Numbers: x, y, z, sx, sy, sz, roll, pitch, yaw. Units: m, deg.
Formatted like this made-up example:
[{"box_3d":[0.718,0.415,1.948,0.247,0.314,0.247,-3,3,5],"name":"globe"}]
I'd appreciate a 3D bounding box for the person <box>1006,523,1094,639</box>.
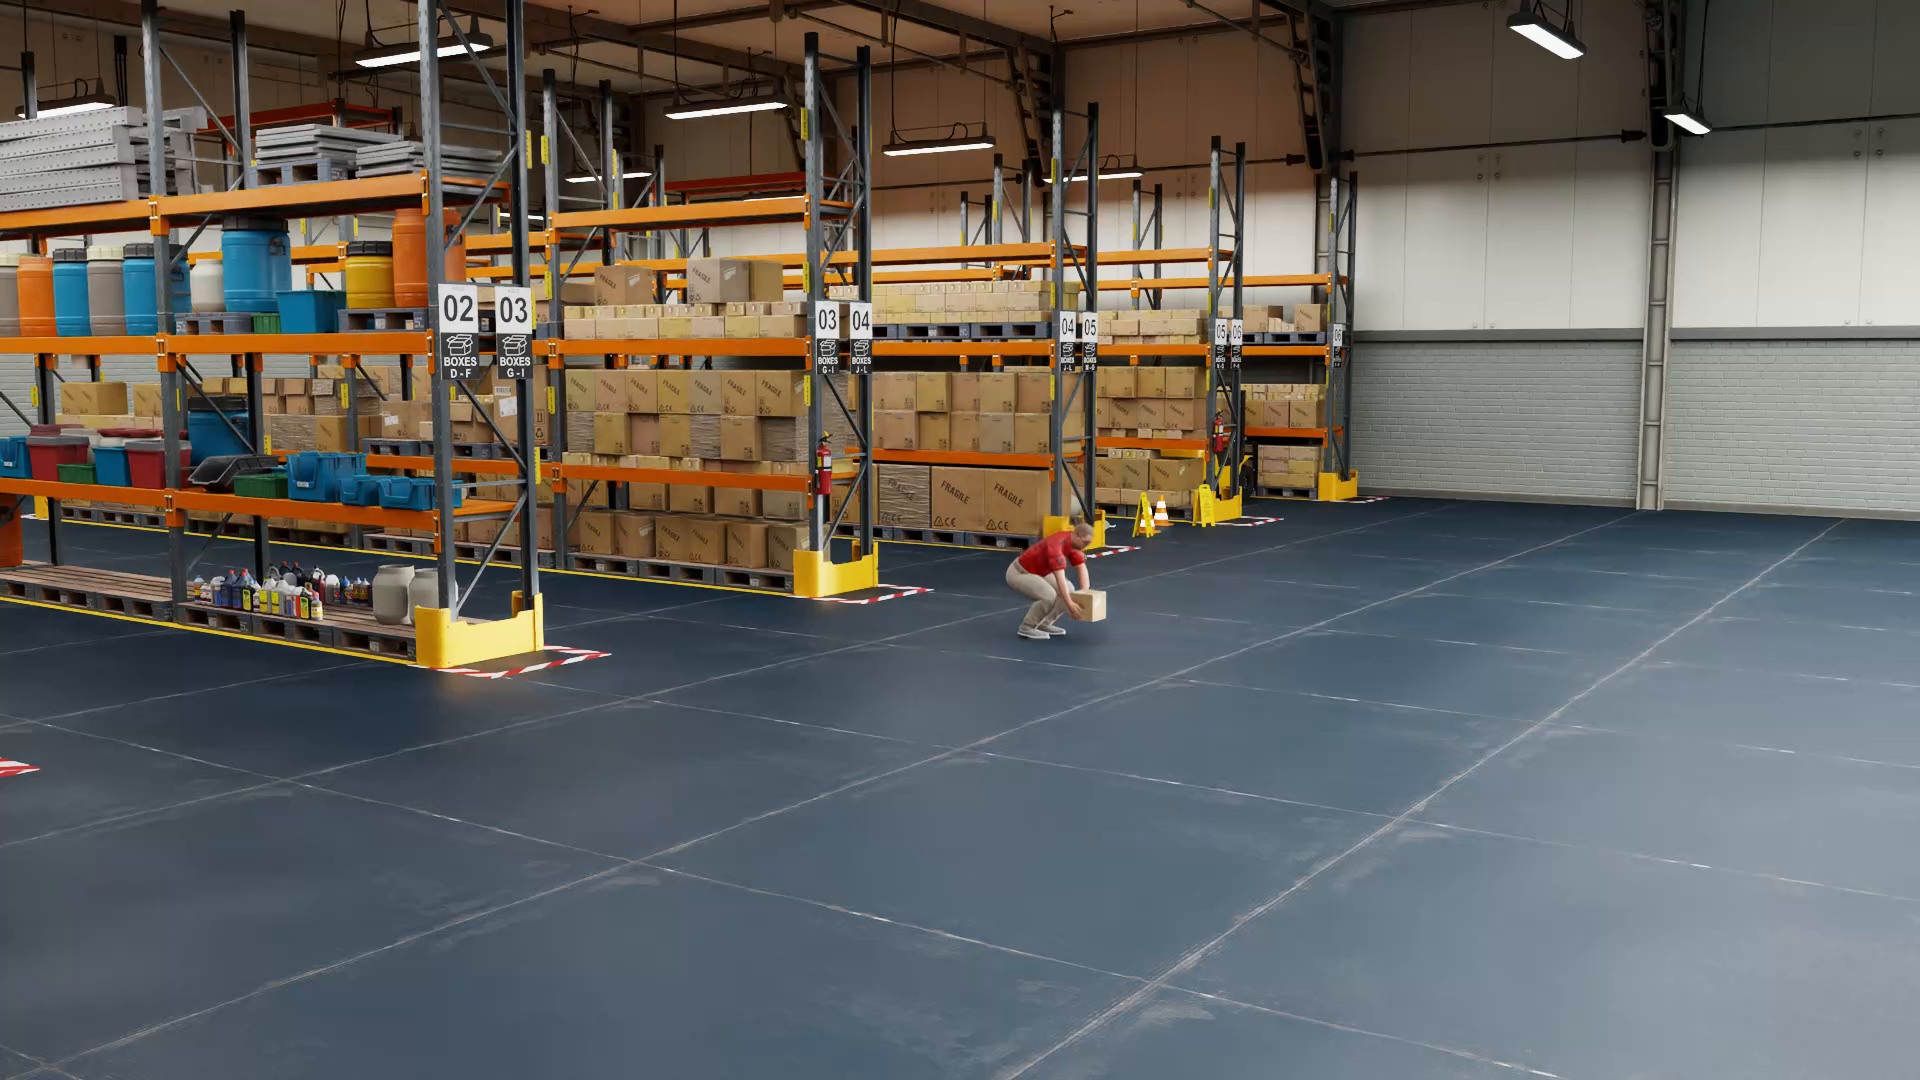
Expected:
[{"box_3d":[0.867,0.369,15.498,0.844,1.077,0.576,4,7,33],"name":"person"}]
